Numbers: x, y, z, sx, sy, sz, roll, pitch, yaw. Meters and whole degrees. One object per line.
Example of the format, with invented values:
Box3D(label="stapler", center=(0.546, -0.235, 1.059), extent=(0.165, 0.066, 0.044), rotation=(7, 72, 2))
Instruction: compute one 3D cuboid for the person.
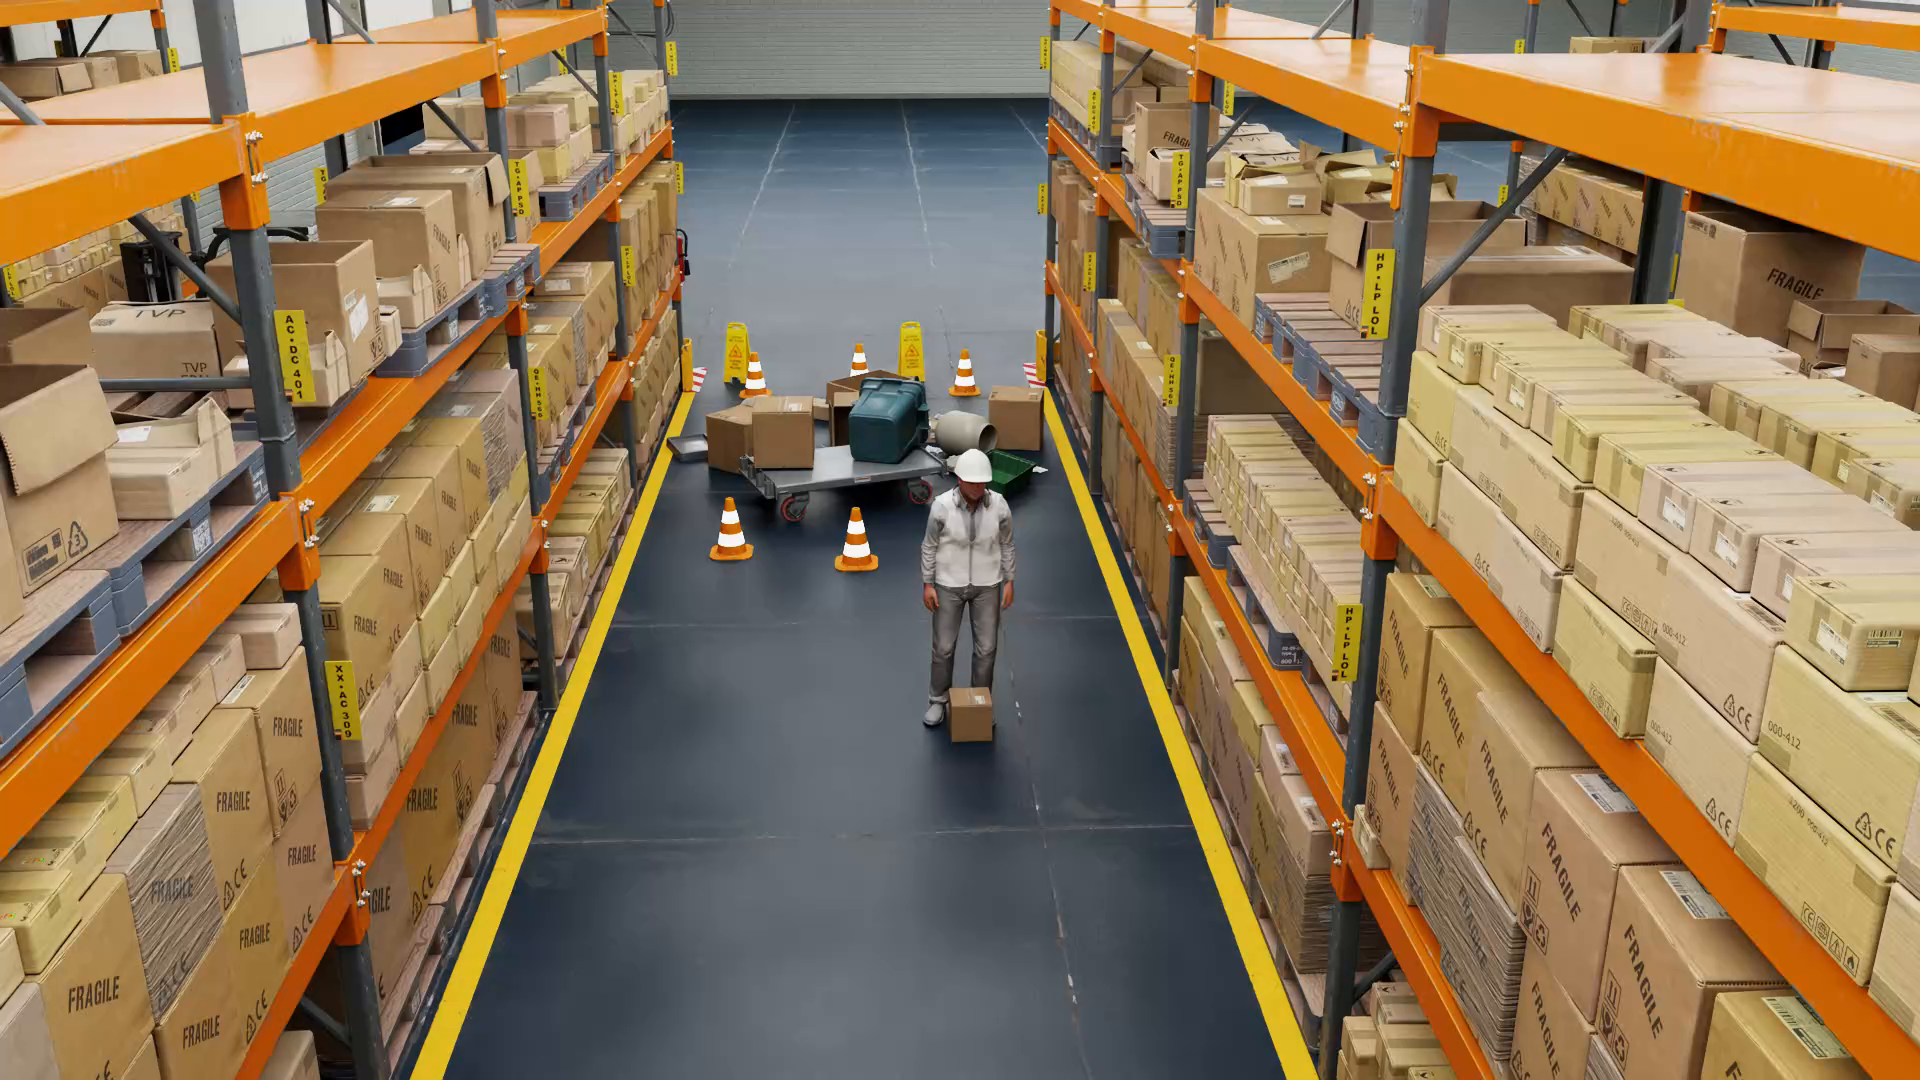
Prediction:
Box3D(label="person", center=(0.052, 0.280, 10.279), extent=(0.594, 1.772, 0.471), rotation=(-2, 20, -6))
